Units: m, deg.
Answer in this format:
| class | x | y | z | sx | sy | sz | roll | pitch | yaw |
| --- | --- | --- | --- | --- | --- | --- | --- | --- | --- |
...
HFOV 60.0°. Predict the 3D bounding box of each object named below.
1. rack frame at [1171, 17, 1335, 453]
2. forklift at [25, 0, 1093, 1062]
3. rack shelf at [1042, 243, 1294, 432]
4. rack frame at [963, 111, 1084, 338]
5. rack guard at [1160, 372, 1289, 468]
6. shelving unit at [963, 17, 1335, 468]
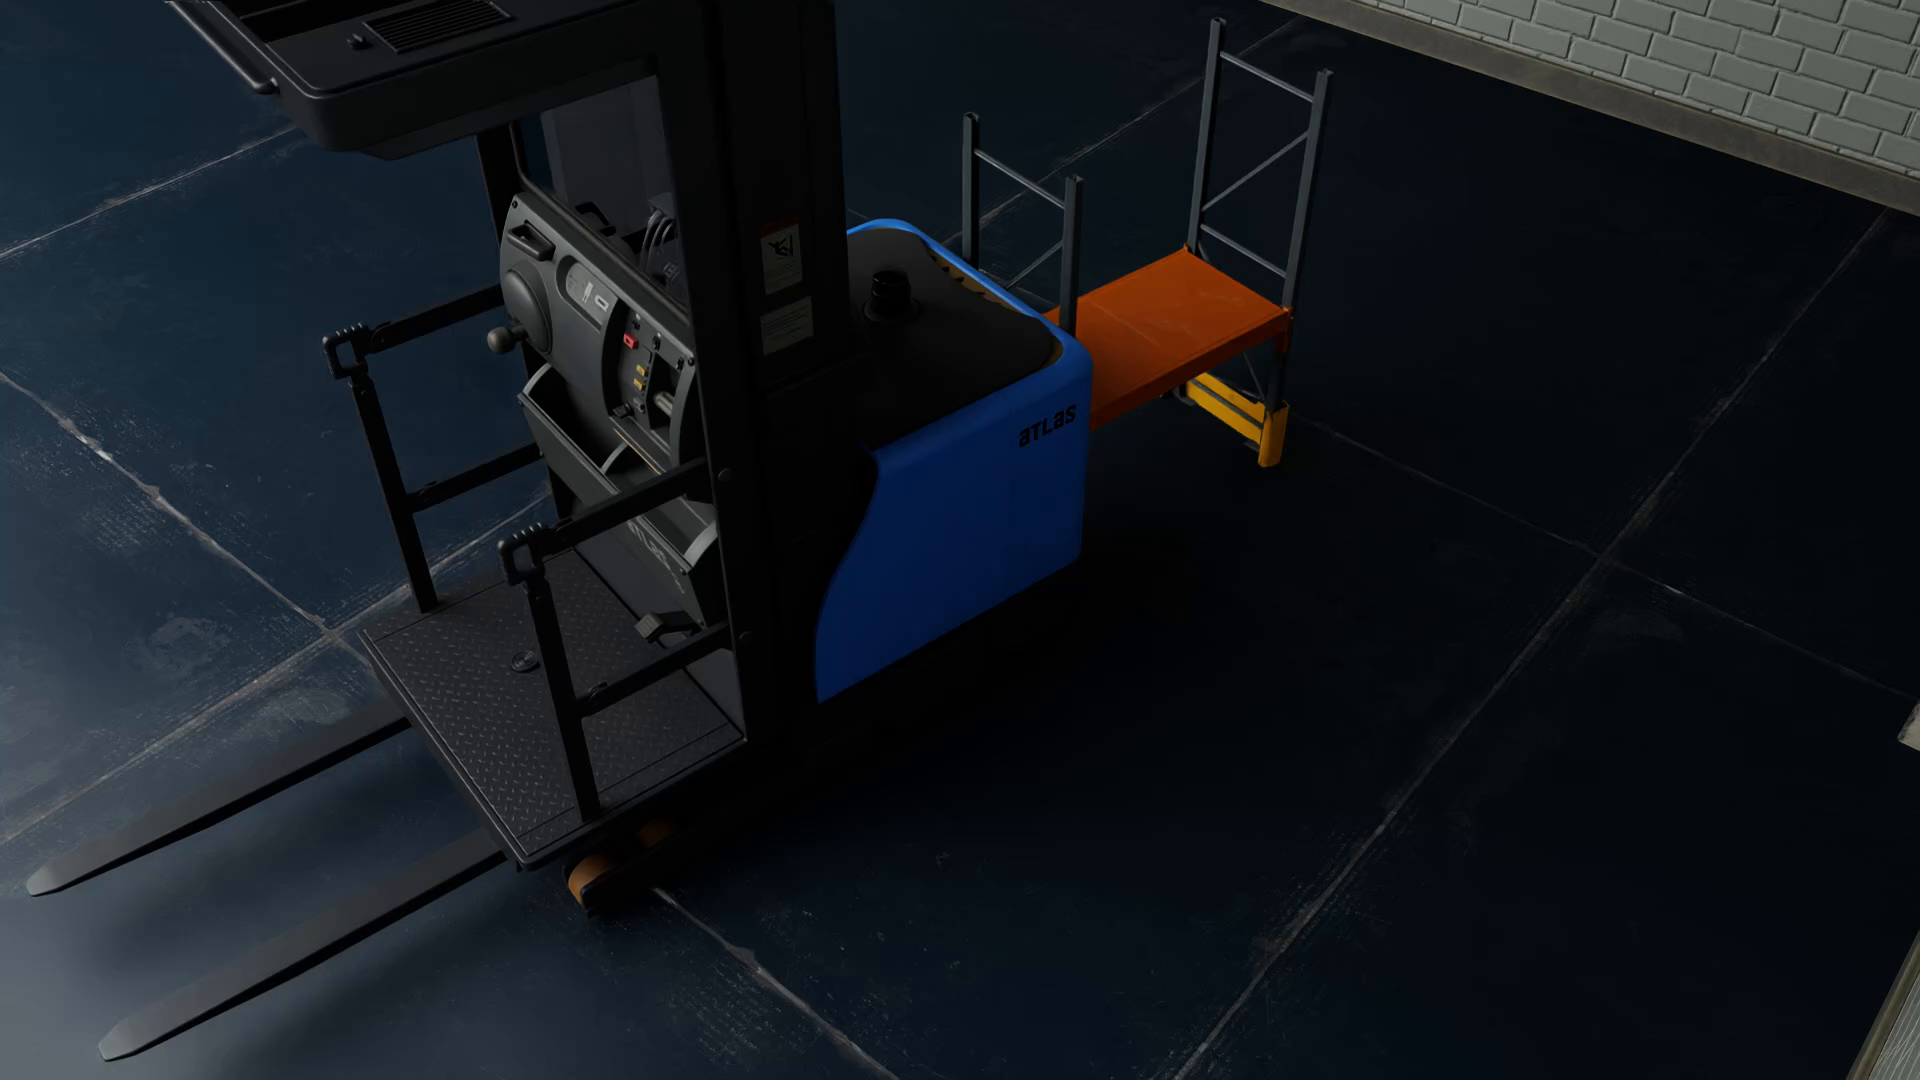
| class | x | y | z | sx | sy | sz | roll | pitch | yaw |
| --- | --- | --- | --- | --- | --- | --- | --- | --- | --- |
| rack frame | 0.972 | -0.989 | 5.694 | 0.032 | 1.500 | 0.500 | -28 | 49 | -27 |
| forklift | -1.076 | -0.467 | 4.056 | 3.031 | 2.935 | 1.130 | -28 | 49 | -27 |
| rack shelf | 0.574 | -0.643 | 5.581 | 1.000 | 0.185 | 0.538 | -28 | 49 | -27 |
| rack frame | 0.176 | -0.564 | 5.226 | 0.032 | 1.500 | 0.500 | -28 | 49 | -27 |
| rack guard | 0.957 | -0.518 | 6.105 | 0.087 | 0.250 | 0.587 | -28 | 49 | -27 |
| shelving unit | 0.567 | -0.772 | 5.456 | 1.083 | 1.500 | 0.587 | -28 | 49 | -27 |
